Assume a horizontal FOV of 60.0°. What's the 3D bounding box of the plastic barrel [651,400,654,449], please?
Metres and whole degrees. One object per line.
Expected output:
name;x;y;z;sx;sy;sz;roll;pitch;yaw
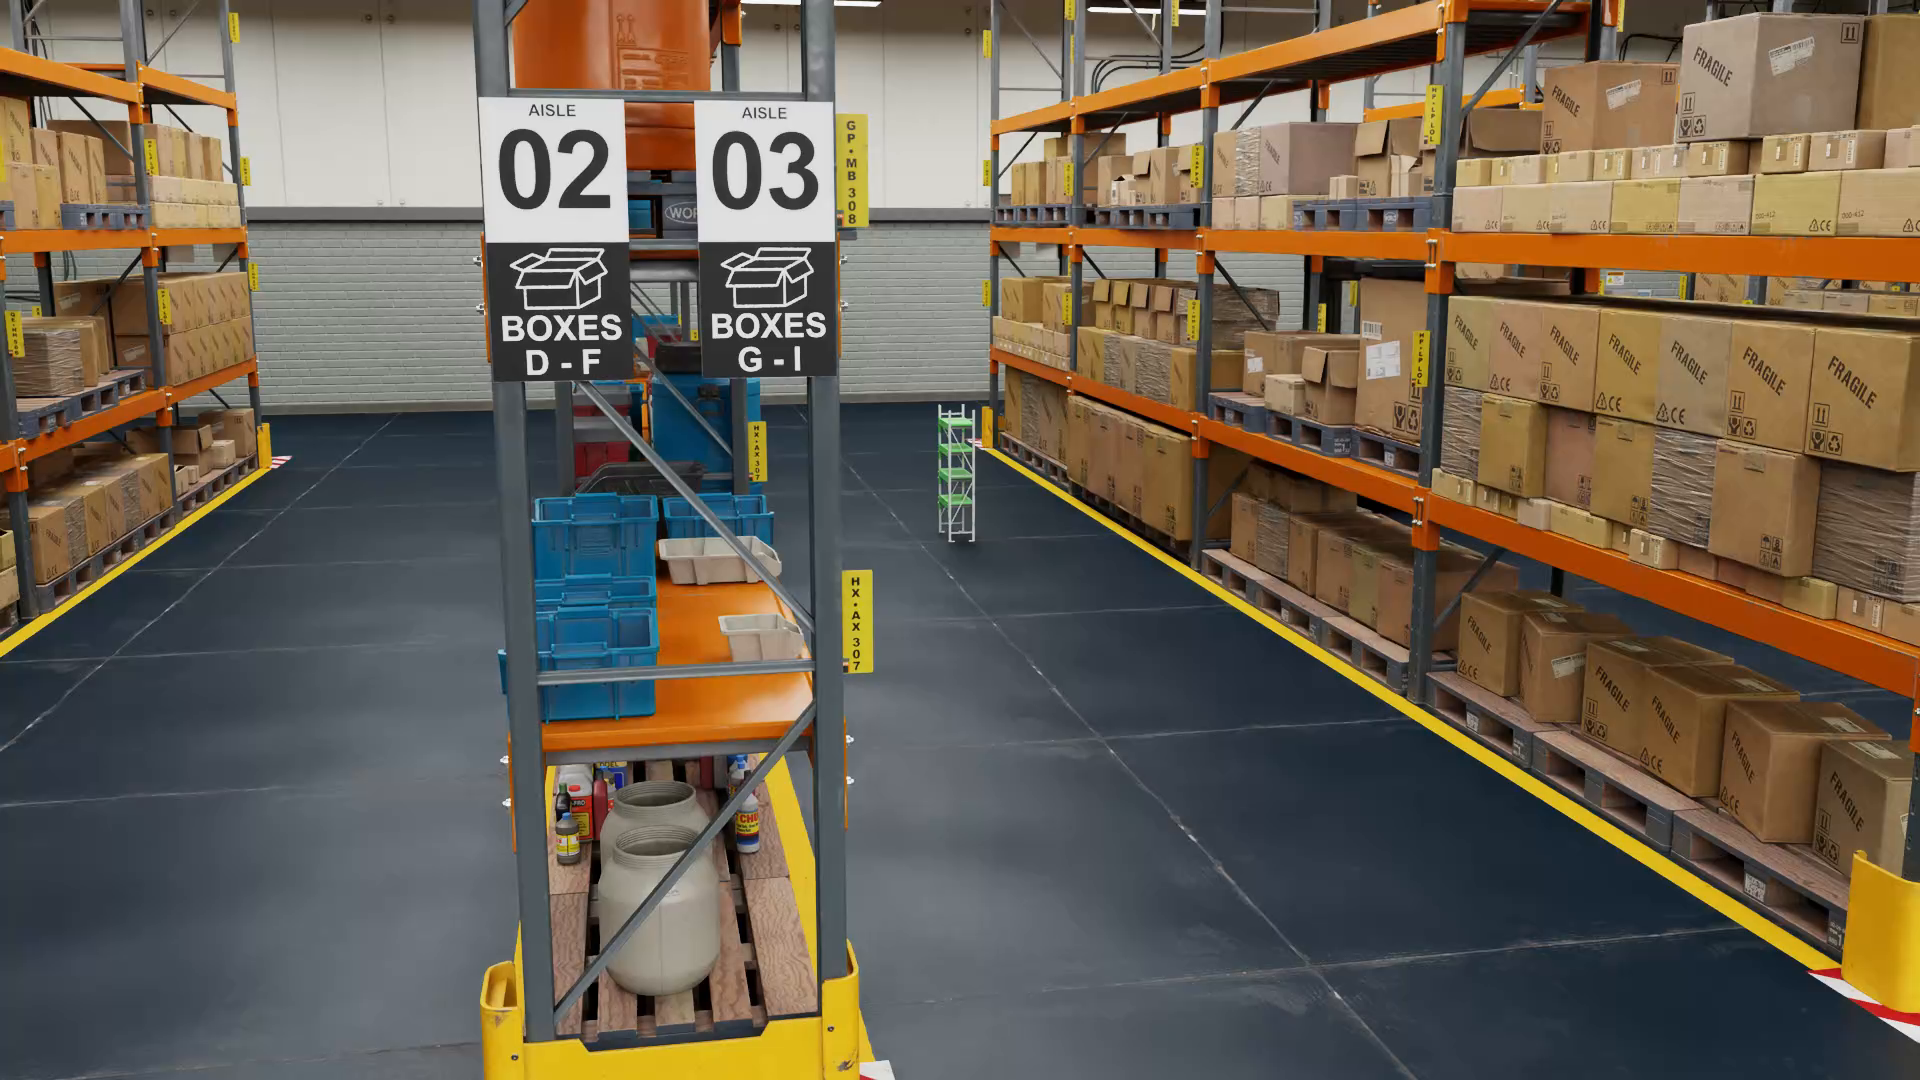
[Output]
plastic barrel;-1.610;-0.575;9.884;0.433;0.535;0.433;0;11;0

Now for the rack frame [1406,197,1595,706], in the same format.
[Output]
rack frame;3.220;-0.505;9.879;1.000;3.000;0.127;-2;11;-11

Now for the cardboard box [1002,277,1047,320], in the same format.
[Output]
cardboard box;0.811;-2.957;20.362;0.500;0.500;0.500;-2;11;-12

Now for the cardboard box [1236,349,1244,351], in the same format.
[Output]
cardboard box;2.614;-1.386;14.244;0.500;0.500;0.500;-2;11;-9

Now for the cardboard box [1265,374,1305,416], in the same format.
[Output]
cardboard box;2.542;-1.055;12.049;0.500;0.250;0.500;-2;11;-13

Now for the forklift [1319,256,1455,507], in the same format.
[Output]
forklift;4.252;-1.794;16.838;1.130;2.935;3.031;-2;11;-11

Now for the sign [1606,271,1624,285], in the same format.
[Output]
sign;11.481;-4.591;29.137;0.339;0.242;0.001;-2;11;-11

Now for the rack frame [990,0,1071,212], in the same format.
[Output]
rack frame;0.886;-5.653;20.881;1.000;3.000;0.127;-2;11;-11

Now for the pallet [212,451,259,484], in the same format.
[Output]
pallet;-8.661;-0.816;18.972;1.003;0.211;1.213;-2;11;-11

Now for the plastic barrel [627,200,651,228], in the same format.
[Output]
plastic barrel;-1.951;-2.130;9.054;0.600;0.901;0.708;-2;11;-11

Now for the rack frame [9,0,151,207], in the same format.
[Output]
rack frame;-8.054;-4.559;15.138;1.000;3.000;0.127;-2;11;-11

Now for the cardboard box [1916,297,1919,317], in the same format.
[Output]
cardboard box;7.705;-1.577;12.573;0.700;0.500;0.500;-2;11;-12

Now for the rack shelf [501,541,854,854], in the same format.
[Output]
rack shelf;-1.250;0.396;7.073;1.077;0.370;4.000;-2;11;-11

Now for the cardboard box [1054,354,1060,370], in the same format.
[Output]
cardboard box;1.233;-1.940;18.091;0.380;0.149;0.250;-2;11;-10

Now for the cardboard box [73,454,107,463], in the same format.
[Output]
cardboard box;-8.199;-0.503;15.378;0.500;0.500;0.500;-3;11;-14

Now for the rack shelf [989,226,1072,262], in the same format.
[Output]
rack shelf;1.275;-3.459;19.302;1.077;0.370;4.000;-2;11;-11

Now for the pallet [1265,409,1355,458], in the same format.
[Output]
pallet;2.867;-0.782;11.851;1.003;0.211;1.213;-2;11;-11

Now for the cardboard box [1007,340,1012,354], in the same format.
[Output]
cardboard box;0.784;-2.363;20.316;0.380;0.149;0.250;-2;11;-12

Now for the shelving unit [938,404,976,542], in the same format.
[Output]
shelving unit;-0.032;-0.620;15.297;0.258;1.200;0.503;-2;11;-11

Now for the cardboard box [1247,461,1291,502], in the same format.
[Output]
cardboard box;2.601;-0.473;13.216;0.500;0.250;0.500;-2;11;-9

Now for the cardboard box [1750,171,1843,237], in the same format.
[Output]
cardboard box;3.555;-1.342;6.655;0.500;0.250;0.500;-2;11;-11

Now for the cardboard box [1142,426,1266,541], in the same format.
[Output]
cardboard box;2.328;-0.528;14.562;1.225;0.875;0.875;-3;11;-14

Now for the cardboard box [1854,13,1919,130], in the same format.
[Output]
cardboard box;3.974;-1.967;7.142;0.500;0.500;0.500;-2;11;-11

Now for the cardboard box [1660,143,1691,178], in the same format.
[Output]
cardboard box;3.384;-1.697;7.457;0.380;0.149;0.250;-3;11;-14

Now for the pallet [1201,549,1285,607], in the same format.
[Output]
pallet;2.592;0.275;13.241;1.003;0.211;1.213;-2;11;-11

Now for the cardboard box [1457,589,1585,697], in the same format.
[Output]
cardboard box;3.258;0.592;9.680;0.500;0.500;0.500;-2;11;-13

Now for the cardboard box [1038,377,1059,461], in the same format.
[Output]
cardboard box;1.439;-1.423;19.266;0.875;0.875;0.875;-2;11;-11

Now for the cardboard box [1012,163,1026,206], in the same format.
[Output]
cardboard box;1.031;-4.283;20.048;0.700;0.500;0.500;-3;11;-13

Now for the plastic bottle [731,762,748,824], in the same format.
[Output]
plastic bottle;-0.974;1.127;7.429;0.097;0.271;0.097;0;11;0

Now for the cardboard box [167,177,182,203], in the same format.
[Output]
cardboard box;-8.004;-3.448;16.383;0.500;0.250;0.500;-2;11;-11

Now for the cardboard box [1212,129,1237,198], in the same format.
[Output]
cardboard box;2.281;-2.911;12.895;0.500;0.500;0.500;-2;11;-10

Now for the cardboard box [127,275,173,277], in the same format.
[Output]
cardboard box;-8.803;-2.608;17.987;0.500;0.500;0.500;-2;11;-10

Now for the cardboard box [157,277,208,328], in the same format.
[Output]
cardboard box;-8.070;-2.438;17.096;0.500;0.500;0.500;-2;11;-13

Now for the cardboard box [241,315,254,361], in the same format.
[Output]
cardboard box;-8.478;-2.323;19.164;0.500;0.500;0.500;-2;11;-9

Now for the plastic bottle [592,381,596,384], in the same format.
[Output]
plastic bottle;-3.039;-1.189;13.819;0.097;0.271;0.097;0;11;0

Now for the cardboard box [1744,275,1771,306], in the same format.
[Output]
cardboard box;10.636;-3.319;21.725;0.500;0.500;0.500;-2;11;-11

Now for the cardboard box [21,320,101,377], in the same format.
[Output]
cardboard box;-7.986;-1.649;14.500;0.700;0.500;0.500;0;11;-2

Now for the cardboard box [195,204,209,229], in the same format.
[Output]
cardboard box;-8.196;-3.386;17.394;0.500;0.250;0.500;-2;11;-11

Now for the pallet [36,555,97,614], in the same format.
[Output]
pallet;-7.384;0.353;12.831;1.003;0.211;1.213;-2;11;-11

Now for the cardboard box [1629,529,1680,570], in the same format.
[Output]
cardboard box;3.345;0.036;7.708;0.380;0.149;0.250;-2;11;-11

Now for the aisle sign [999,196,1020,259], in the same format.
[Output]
aisle sign;0.577;-3.985;21.211;0.394;0.787;0.004;-2;11;-11

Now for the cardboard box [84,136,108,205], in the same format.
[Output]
cardboard box;-8.028;-3.295;14.861;0.600;0.600;0.600;-3;11;-16

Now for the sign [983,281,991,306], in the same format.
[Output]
sign;0.340;-3.151;21.253;0.100;0.325;0.005;-2;11;-11

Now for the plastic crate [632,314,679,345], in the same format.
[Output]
plastic crate;-3.724;-2.518;20.200;0.616;0.435;0.499;-2;11;-11

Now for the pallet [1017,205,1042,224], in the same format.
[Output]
pallet;1.281;-3.776;19.279;1.003;0.211;1.213;-2;11;-11

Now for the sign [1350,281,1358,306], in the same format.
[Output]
sign;5.238;-3.273;22.108;0.100;0.325;0.005;-2;11;-11

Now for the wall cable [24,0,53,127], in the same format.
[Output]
wall cable;-11.786;-7.217;23.895;3.097;2.526;0.112;-2;11;-11

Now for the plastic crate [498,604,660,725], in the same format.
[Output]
plastic crate;-1.252;0.401;5.517;0.499;0.251;0.616;-2;11;-11

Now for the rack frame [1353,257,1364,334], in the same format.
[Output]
rack frame;5.771;-2.867;22.292;1.000;3.000;0.127;-2;11;-11

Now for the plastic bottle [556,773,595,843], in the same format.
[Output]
plastic bottle;-1.670;1.163;7.226;0.152;0.276;0.135;-2;11;-11

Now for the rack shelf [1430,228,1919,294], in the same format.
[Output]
rack shelf;3.609;-1.258;7.738;1.077;0.370;4.000;-2;11;-11

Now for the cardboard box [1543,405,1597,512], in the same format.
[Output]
cardboard box;3.505;-0.434;8.445;0.875;0.500;0.500;-2;11;-11

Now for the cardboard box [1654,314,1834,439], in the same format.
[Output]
cardboard box;3.451;-0.733;7.339;0.500;0.500;0.500;-2;11;-11

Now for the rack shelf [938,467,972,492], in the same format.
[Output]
rack shelf;-0.032;-0.557;15.309;0.258;0.148;0.480;-2;11;-11

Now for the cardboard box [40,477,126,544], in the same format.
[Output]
cardboard box;-7.391;-0.244;14.019;0.500;0.500;0.500;-3;11;-13
